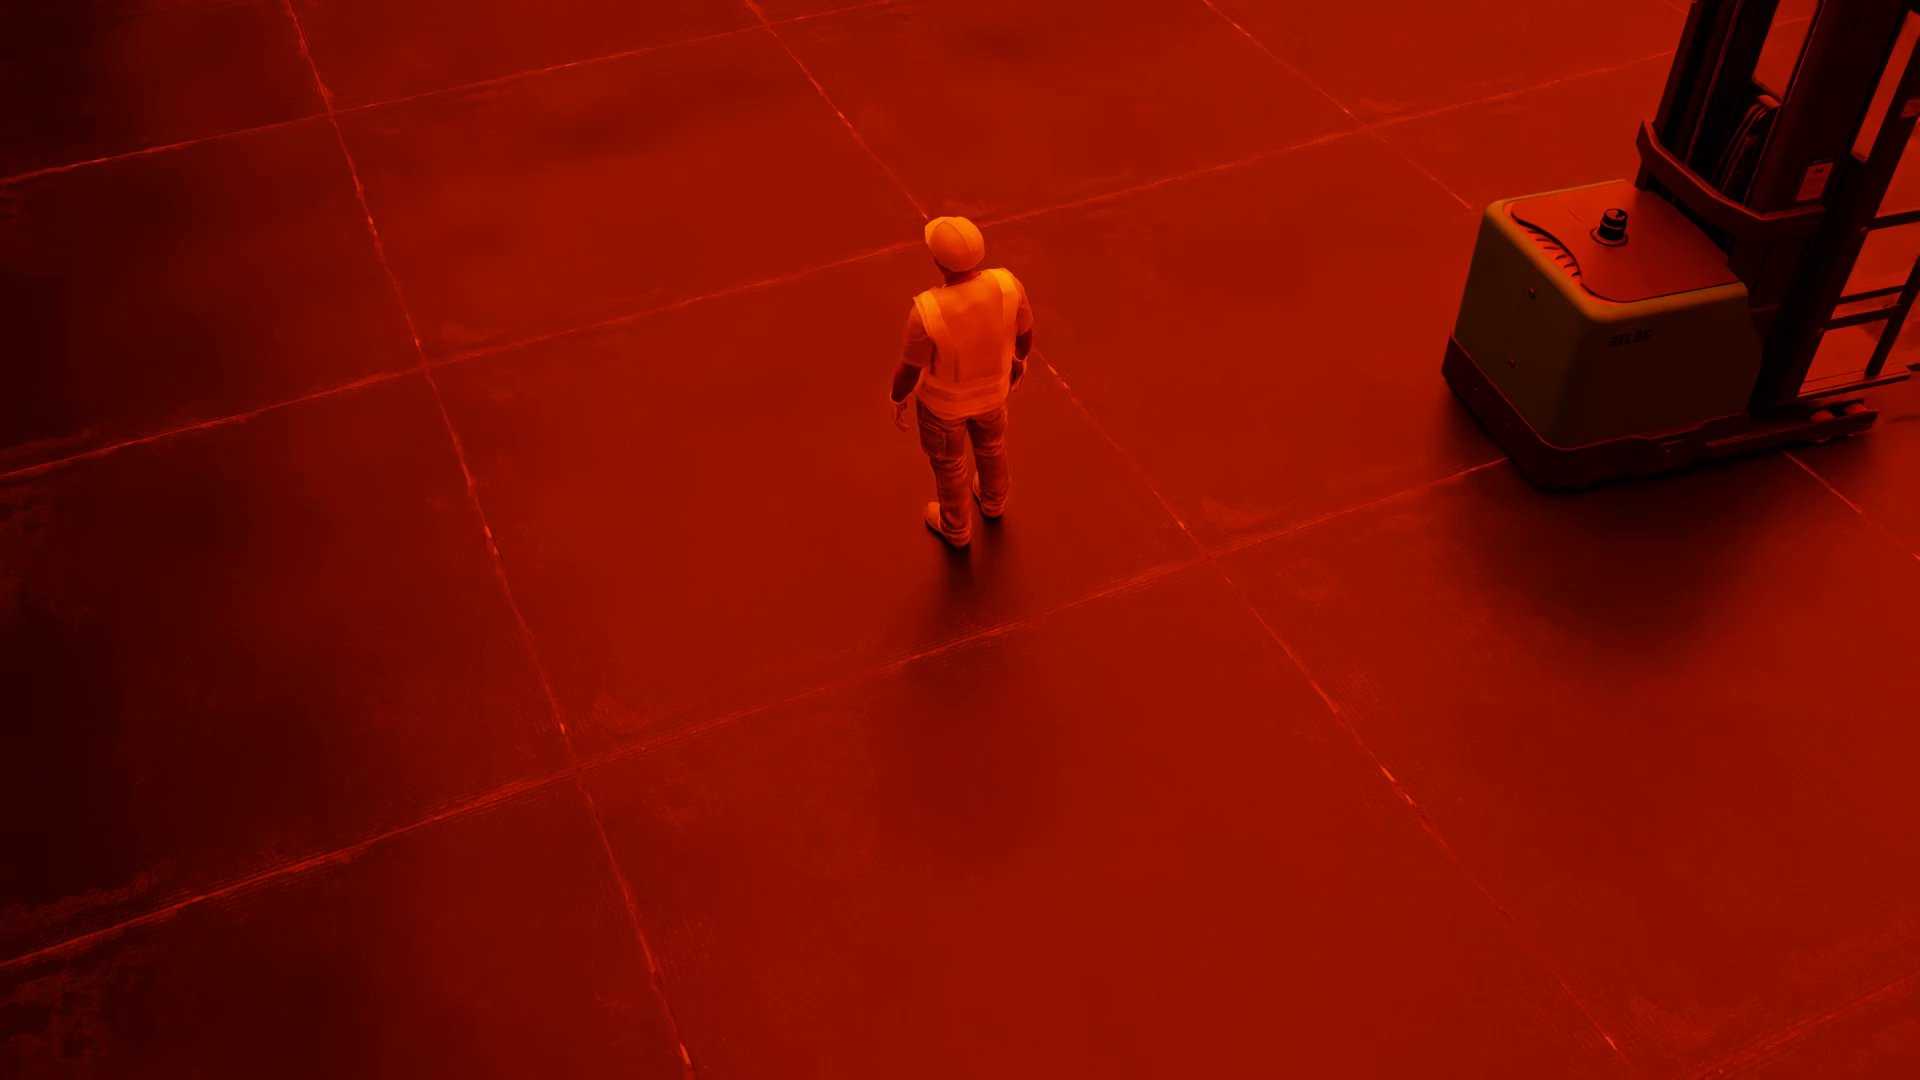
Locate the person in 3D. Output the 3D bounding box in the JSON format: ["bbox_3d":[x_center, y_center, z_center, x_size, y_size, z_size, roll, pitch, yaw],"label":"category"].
[{"bbox_3d":[-0.022,-0.704,7.265,0.656,1.782,0.577,-18,46,-18],"label":"person"}]

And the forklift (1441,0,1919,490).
[{"bbox_3d":[4.082,-1.892,7.707,3.031,2.935,1.130,-12,44,-12],"label":"forklift"}]
